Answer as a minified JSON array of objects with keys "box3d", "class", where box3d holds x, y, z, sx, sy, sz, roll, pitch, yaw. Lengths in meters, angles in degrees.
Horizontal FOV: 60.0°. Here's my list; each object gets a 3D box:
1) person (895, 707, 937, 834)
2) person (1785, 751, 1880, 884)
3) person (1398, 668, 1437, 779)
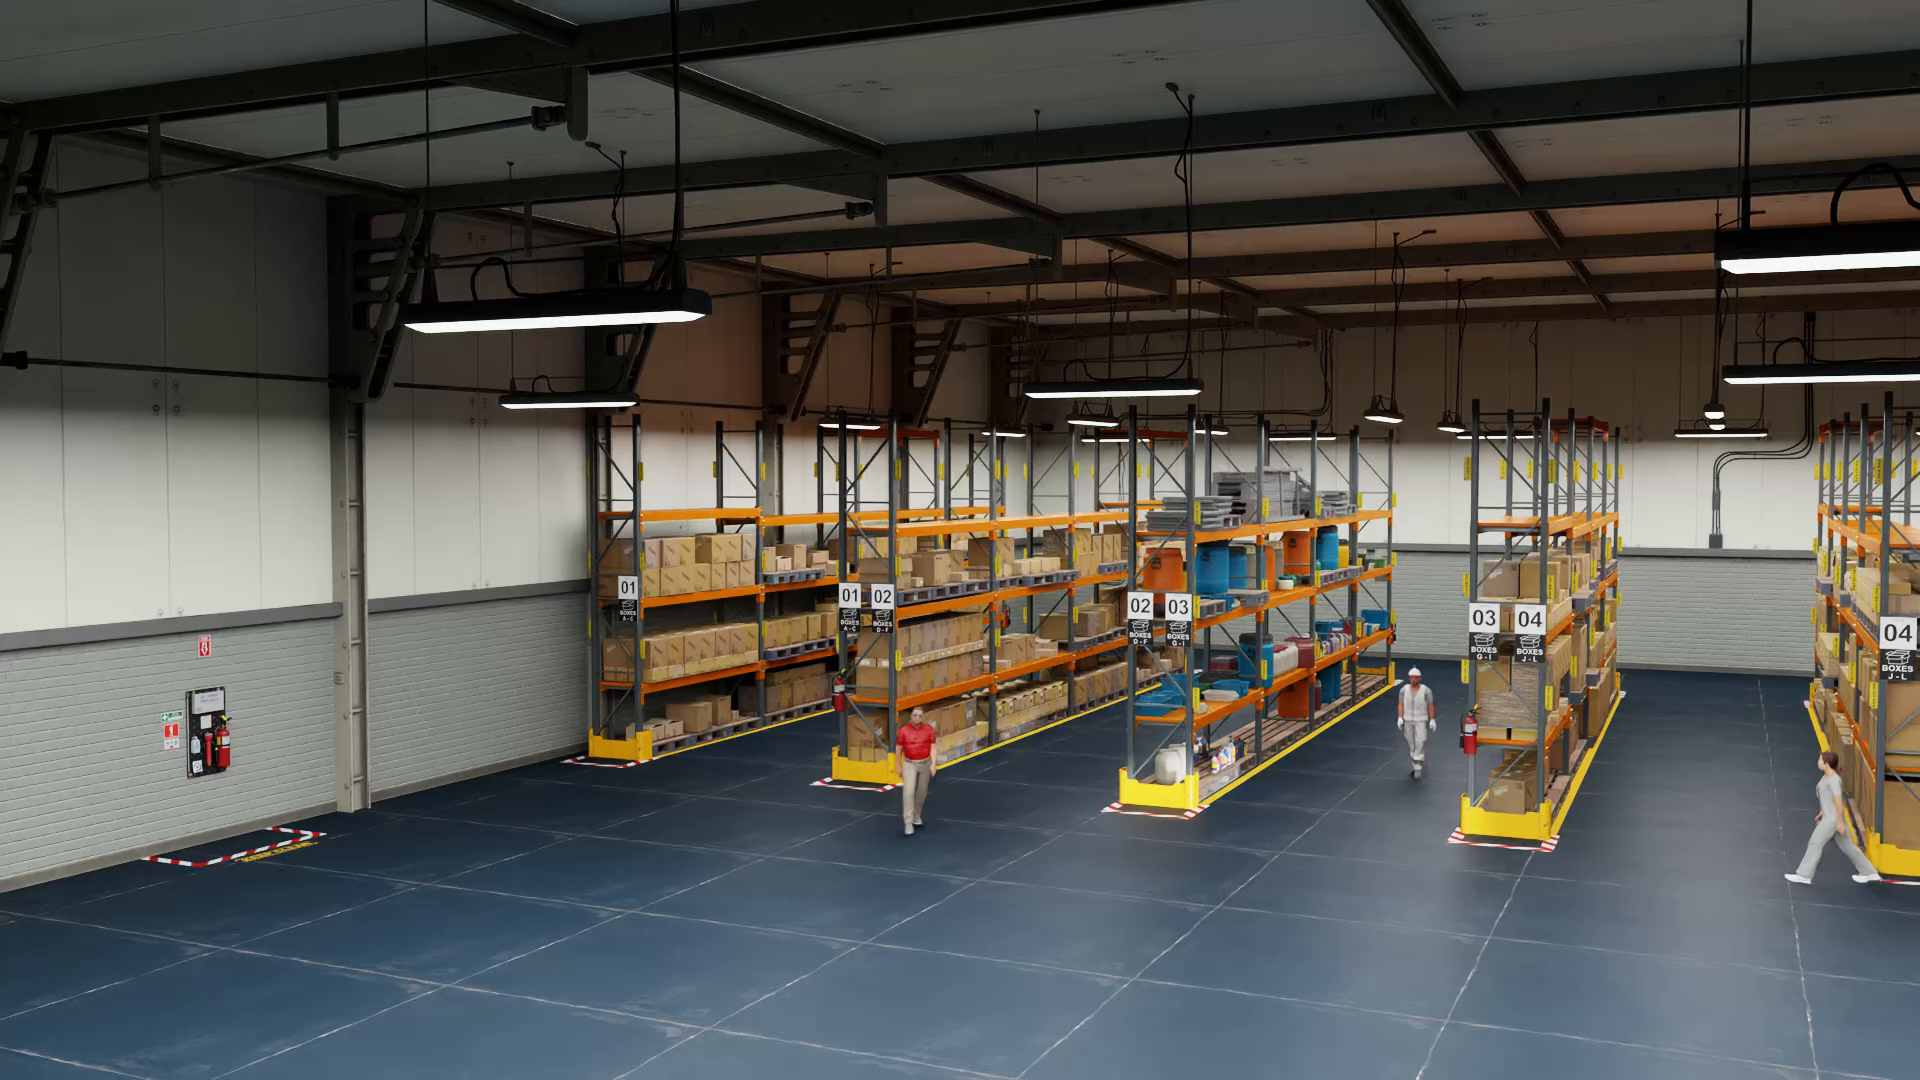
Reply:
[{"box3d":[-0.600,3.178,23.203,0.574,1.691,0.871,-1,2,-19],"class":"person"},{"box3d":[10.538,3.357,20.068,1.052,1.617,0.488,1,2,19],"class":"person"},{"box3d":[7.458,2.976,27.246,0.587,1.742,0.925,2,3,33],"class":"person"}]
